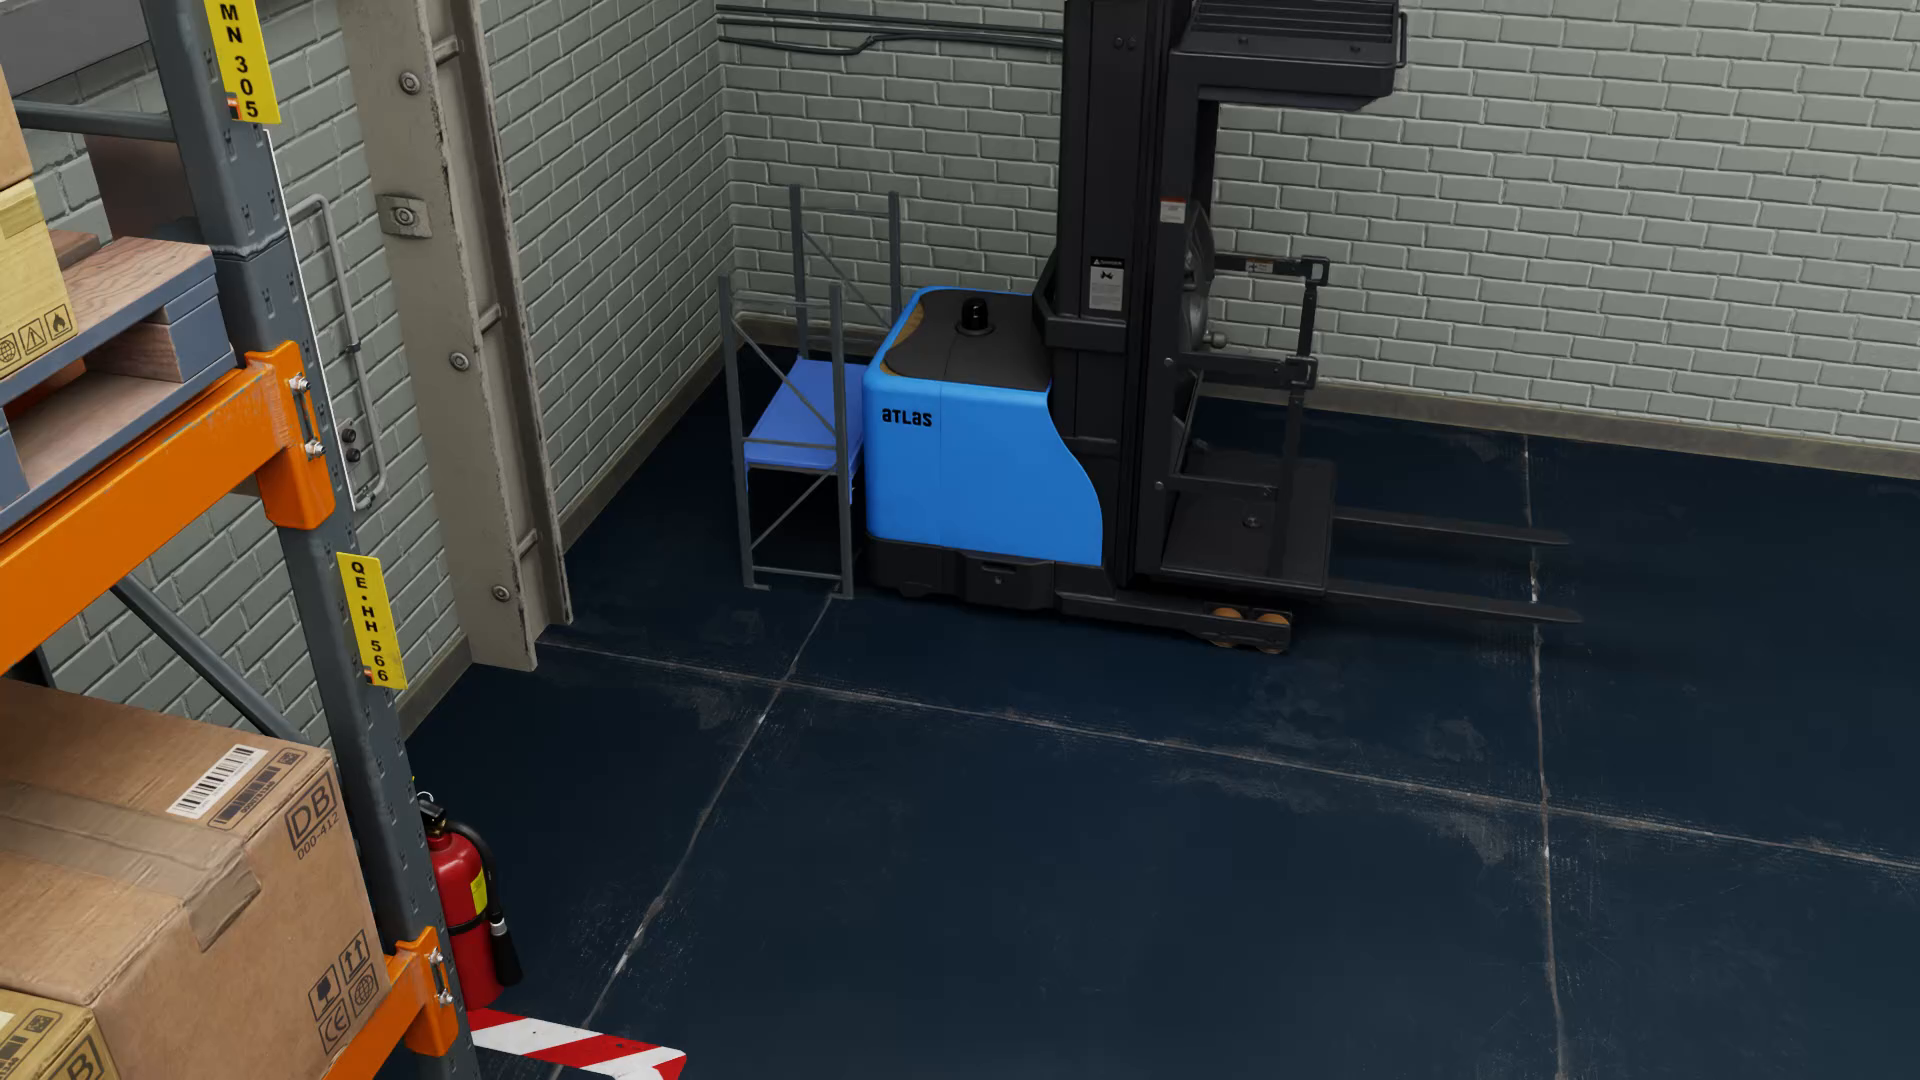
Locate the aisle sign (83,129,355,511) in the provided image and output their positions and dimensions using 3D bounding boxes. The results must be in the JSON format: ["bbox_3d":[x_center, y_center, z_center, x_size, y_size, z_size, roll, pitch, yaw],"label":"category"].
[{"bbox_3d":[-1.412,-0.418,3.188,0.394,0.787,0.004,8,33,12],"label":"aisle sign"}]

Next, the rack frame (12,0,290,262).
[{"bbox_3d":[-1.721,-1.856,2.281,1.000,3.000,0.127,8,33,12],"label":"rack frame"}]

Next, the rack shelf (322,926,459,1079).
[{"bbox_3d":[-2.228,2.017,2.451,1.077,0.370,4.000,8,33,12],"label":"rack shelf"}]

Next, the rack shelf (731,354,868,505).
[{"bbox_3d":[-0.617,-0.517,7.500,0.538,0.185,1.000,6,33,9],"label":"rack shelf"}]

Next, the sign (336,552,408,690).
[{"bbox_3d":[-1.199,0.168,3.389,0.100,0.325,0.005,8,33,12],"label":"sign"}]

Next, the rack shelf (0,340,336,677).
[{"bbox_3d":[-2.228,0.752,1.647,1.077,0.370,4.000,8,33,12],"label":"rack shelf"}]

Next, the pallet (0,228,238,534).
[{"bbox_3d":[-1.899,-0.166,2.502,1.003,0.211,1.213,8,33,12],"label":"pallet"}]

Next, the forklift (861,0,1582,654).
[{"bbox_3d":[1.150,-1.074,6.707,3.031,2.935,1.130,7,33,11],"label":"forklift"}]

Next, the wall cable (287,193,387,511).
[{"bbox_3d":[-2.311,-0.546,4.866,0.084,1.984,1.851,8,33,12],"label":"wall cable"}]

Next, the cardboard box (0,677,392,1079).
[{"bbox_3d":[-1.841,0.815,3.392,0.980,0.700,0.700,10,34,15],"label":"cardboard box"}]

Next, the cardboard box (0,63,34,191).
[{"bbox_3d":[-1.643,-0.646,2.130,0.500,0.500,0.500,8,33,12],"label":"cardboard box"}]

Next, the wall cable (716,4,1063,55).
[{"bbox_3d":[0.060,-3.432,7.655,3.097,2.526,0.112,8,33,12],"label":"wall cable"}]

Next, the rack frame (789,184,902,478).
[{"bbox_3d":[-0.518,-0.936,7.824,0.500,1.500,0.032,6,33,9],"label":"rack frame"}]

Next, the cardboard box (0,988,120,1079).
[{"bbox_3d":[-2.014,1.194,2.796,0.980,0.700,0.700,8,33,12],"label":"cardboard box"}]

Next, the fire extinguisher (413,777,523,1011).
[{"bbox_3d":[-1.236,0.850,4.036,0.296,0.674,0.183,8,33,12],"label":"fire extinguisher"}]

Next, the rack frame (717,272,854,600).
[{"bbox_3d":[-0.717,-0.401,6.982,0.500,1.500,0.032,6,33,9],"label":"rack frame"}]

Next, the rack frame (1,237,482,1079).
[{"bbox_3d":[-1.721,0.676,3.891,1.000,3.000,0.127,8,33,12],"label":"rack frame"}]

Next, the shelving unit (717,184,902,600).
[{"bbox_3d":[-0.617,-0.668,7.403,0.538,1.500,1.048,6,33,9],"label":"shelving unit"}]

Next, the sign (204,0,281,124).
[{"bbox_3d":[-1.199,-0.849,2.742,0.100,0.325,0.005,8,33,12],"label":"sign"}]

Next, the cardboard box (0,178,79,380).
[{"bbox_3d":[-1.650,-0.330,2.332,0.500,0.250,0.500,9,34,14],"label":"cardboard box"}]

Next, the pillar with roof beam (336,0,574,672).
[{"bbox_3d":[2.292,-2.789,3.749,9.100,9.000,0.400,8,33,12],"label":"pillar with roof beam"}]
